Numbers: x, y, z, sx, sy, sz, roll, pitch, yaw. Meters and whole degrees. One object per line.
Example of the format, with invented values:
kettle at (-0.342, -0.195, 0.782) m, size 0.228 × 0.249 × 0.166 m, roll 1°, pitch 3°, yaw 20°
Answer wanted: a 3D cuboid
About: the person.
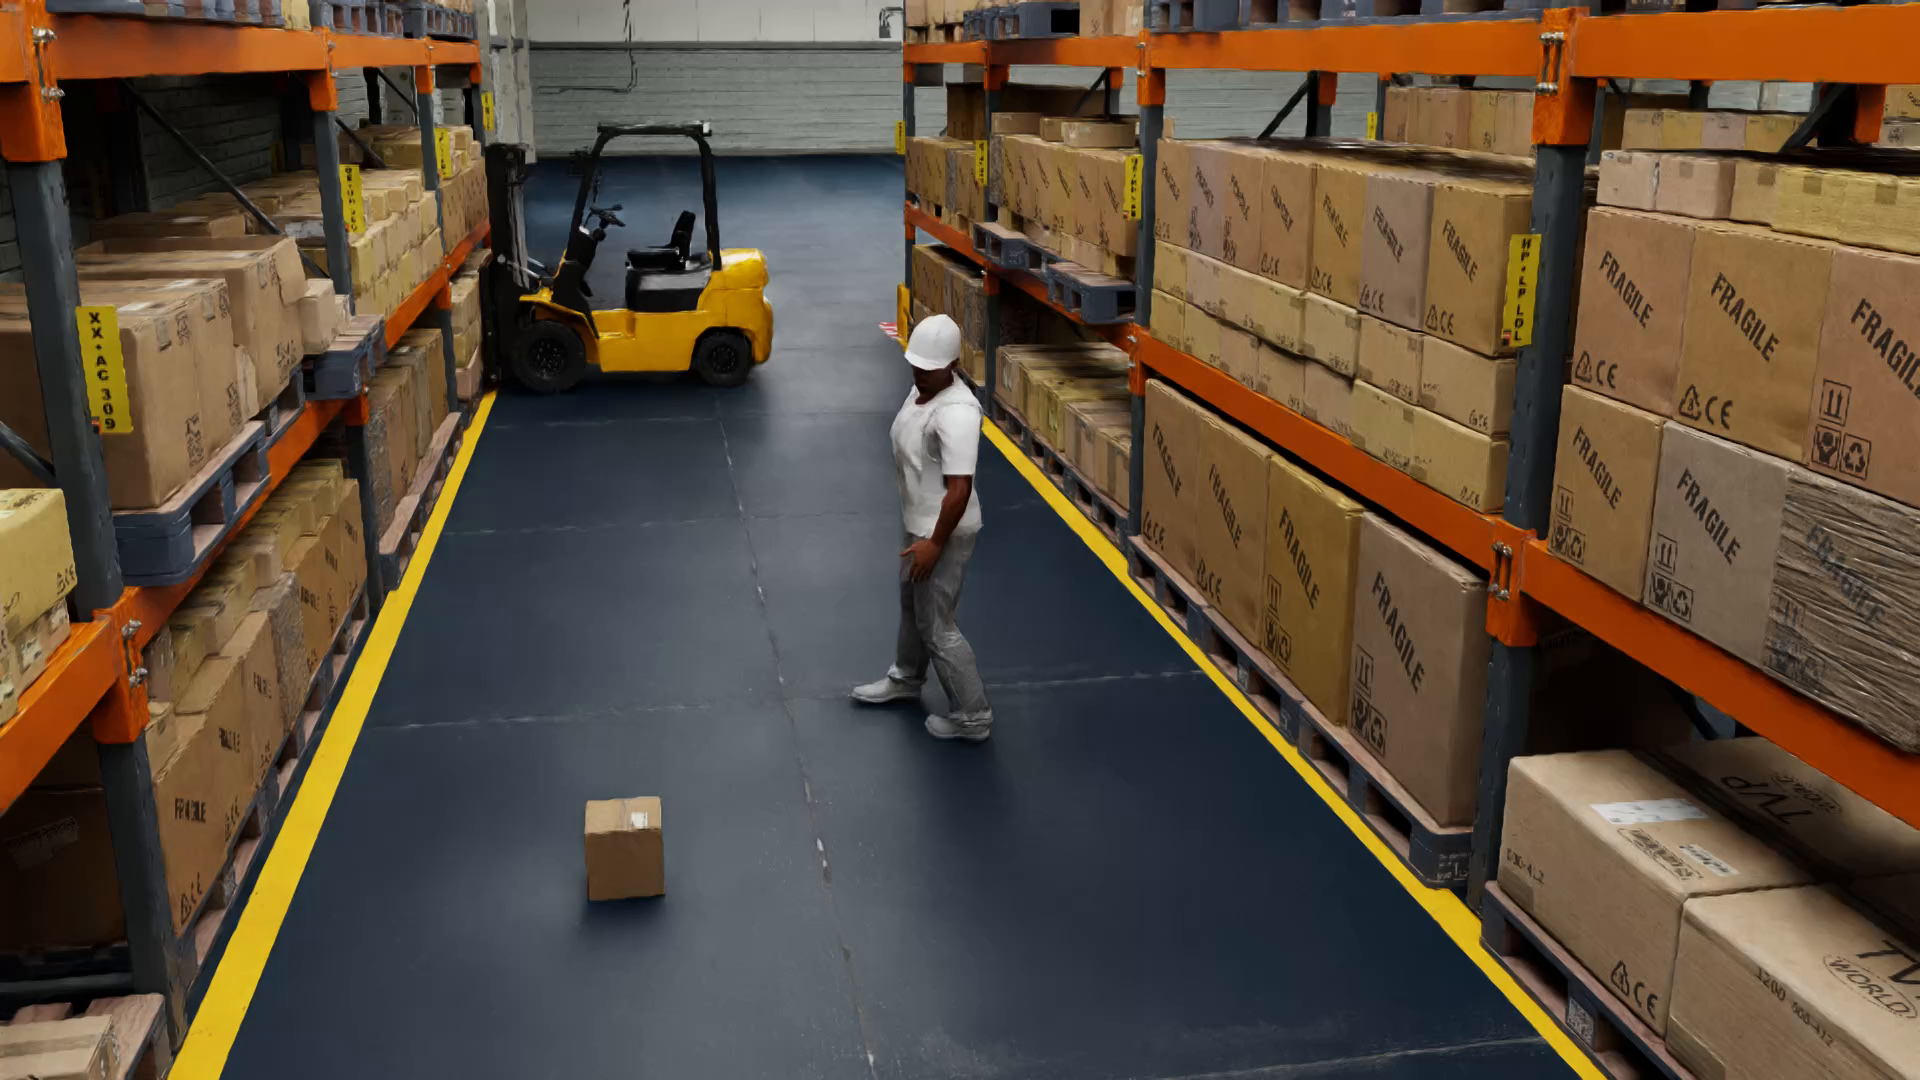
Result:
person at (-0.167, -0.060, 6.748) m, size 0.563 × 1.757 × 0.672 m, roll -2°, pitch 16°, yaw -5°
